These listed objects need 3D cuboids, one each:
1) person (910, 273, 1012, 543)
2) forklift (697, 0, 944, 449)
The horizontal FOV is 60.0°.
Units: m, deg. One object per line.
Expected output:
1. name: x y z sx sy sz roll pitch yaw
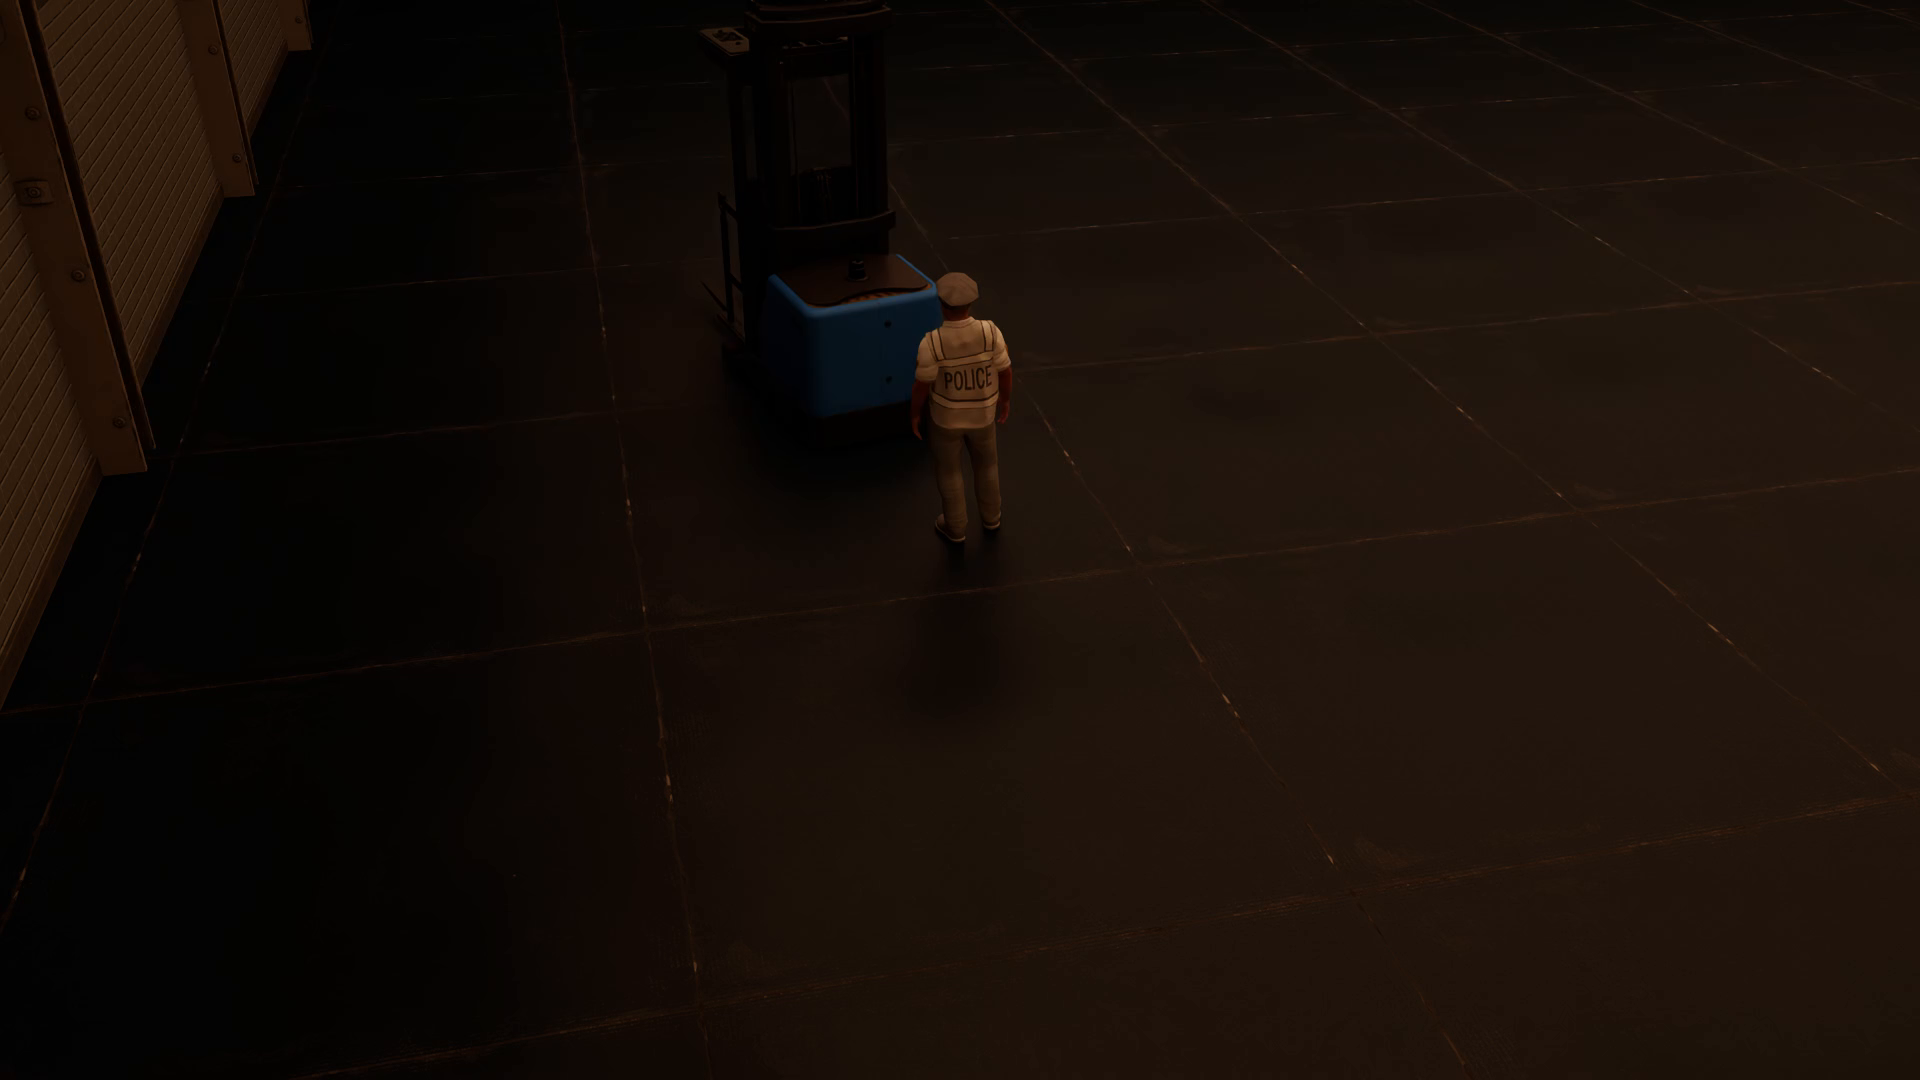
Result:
1. person: -0.006 -0.816 10.118 0.640 1.781 0.575 -7 31 -12
2. forklift: -1.182 -2.612 12.086 1.130 2.935 3.031 -13 33 -22
